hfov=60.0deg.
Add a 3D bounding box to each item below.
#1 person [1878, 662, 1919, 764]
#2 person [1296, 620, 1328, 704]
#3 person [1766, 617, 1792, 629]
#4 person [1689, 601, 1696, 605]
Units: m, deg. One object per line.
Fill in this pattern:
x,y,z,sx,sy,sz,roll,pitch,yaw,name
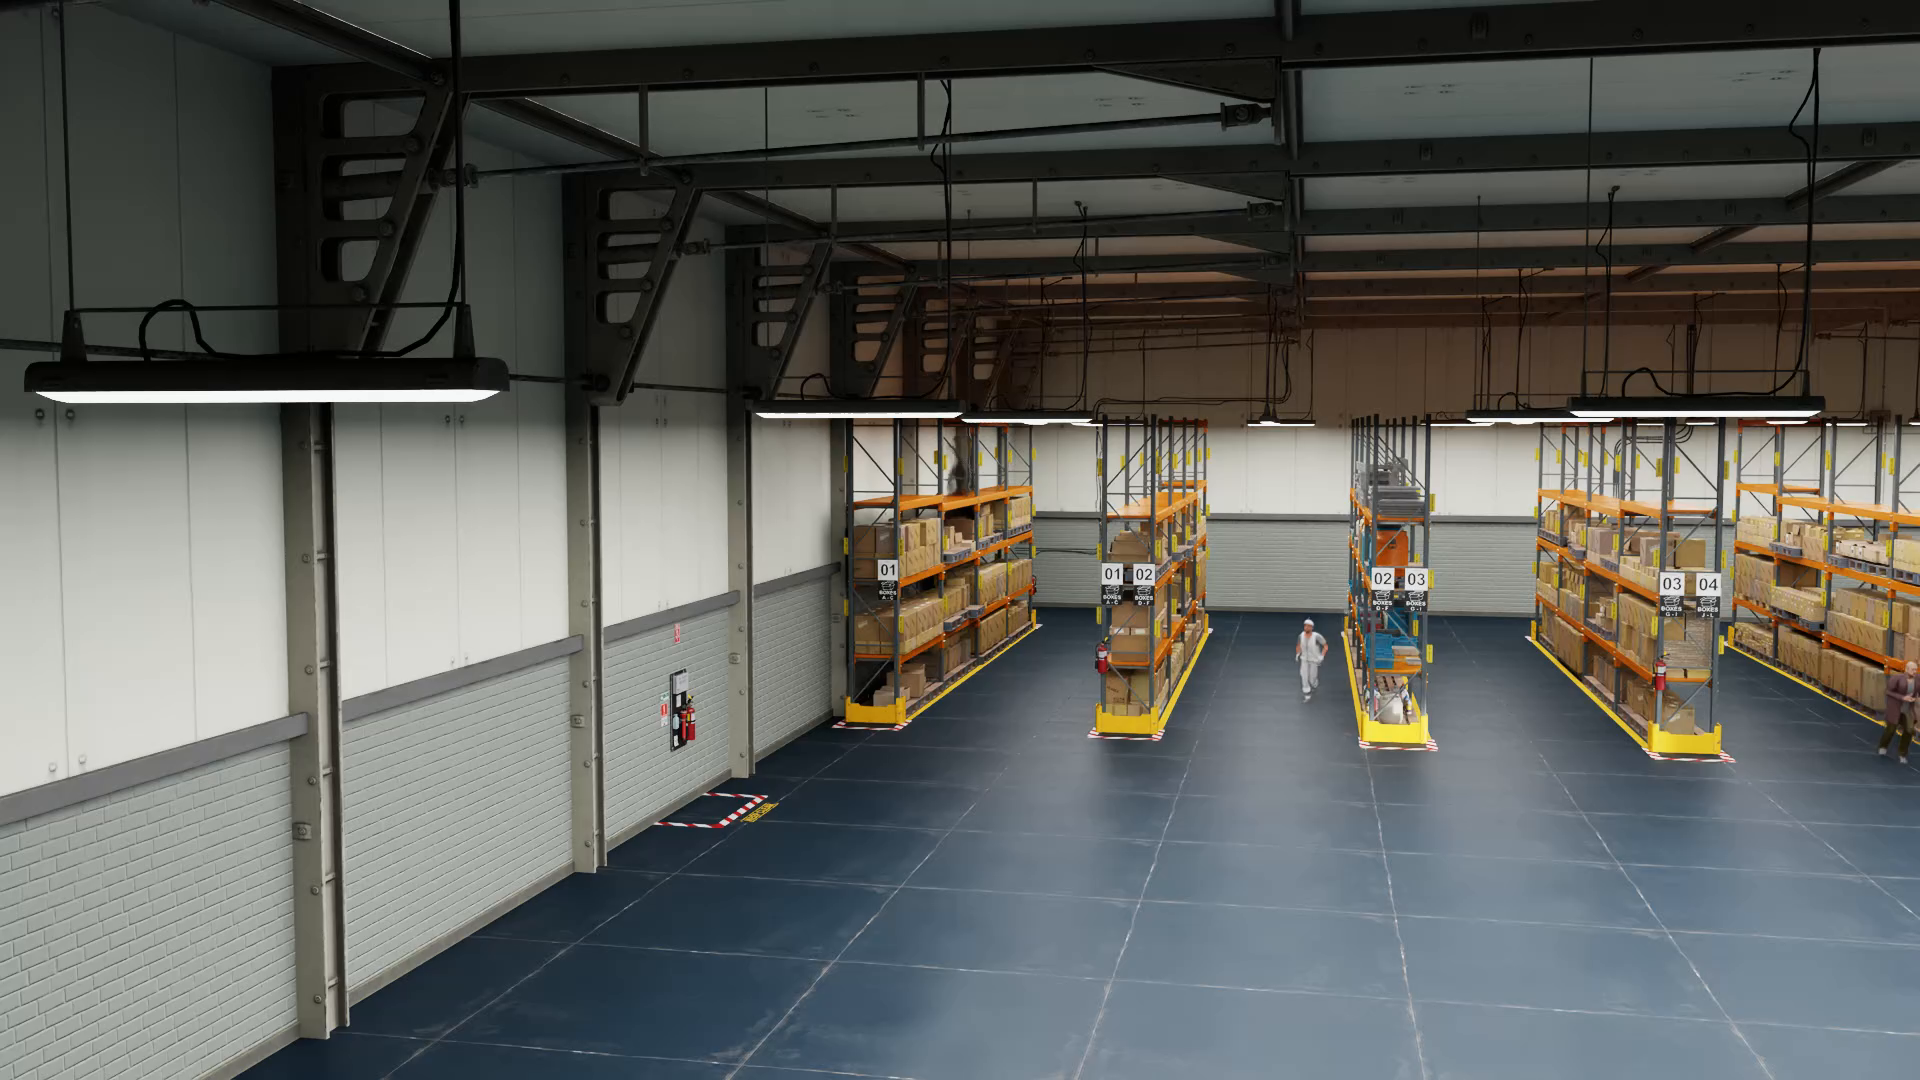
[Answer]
16.281,2.983,28.706,0.765,1.831,0.933,0,4,3,person
7.365,2.538,34.828,0.676,1.764,0.675,3,5,34,person
21.943,1.916,44.701,0.643,1.618,0.943,-3,5,-42,person
19.665,1.950,44.568,0.569,1.616,0.527,2,4,32,person
